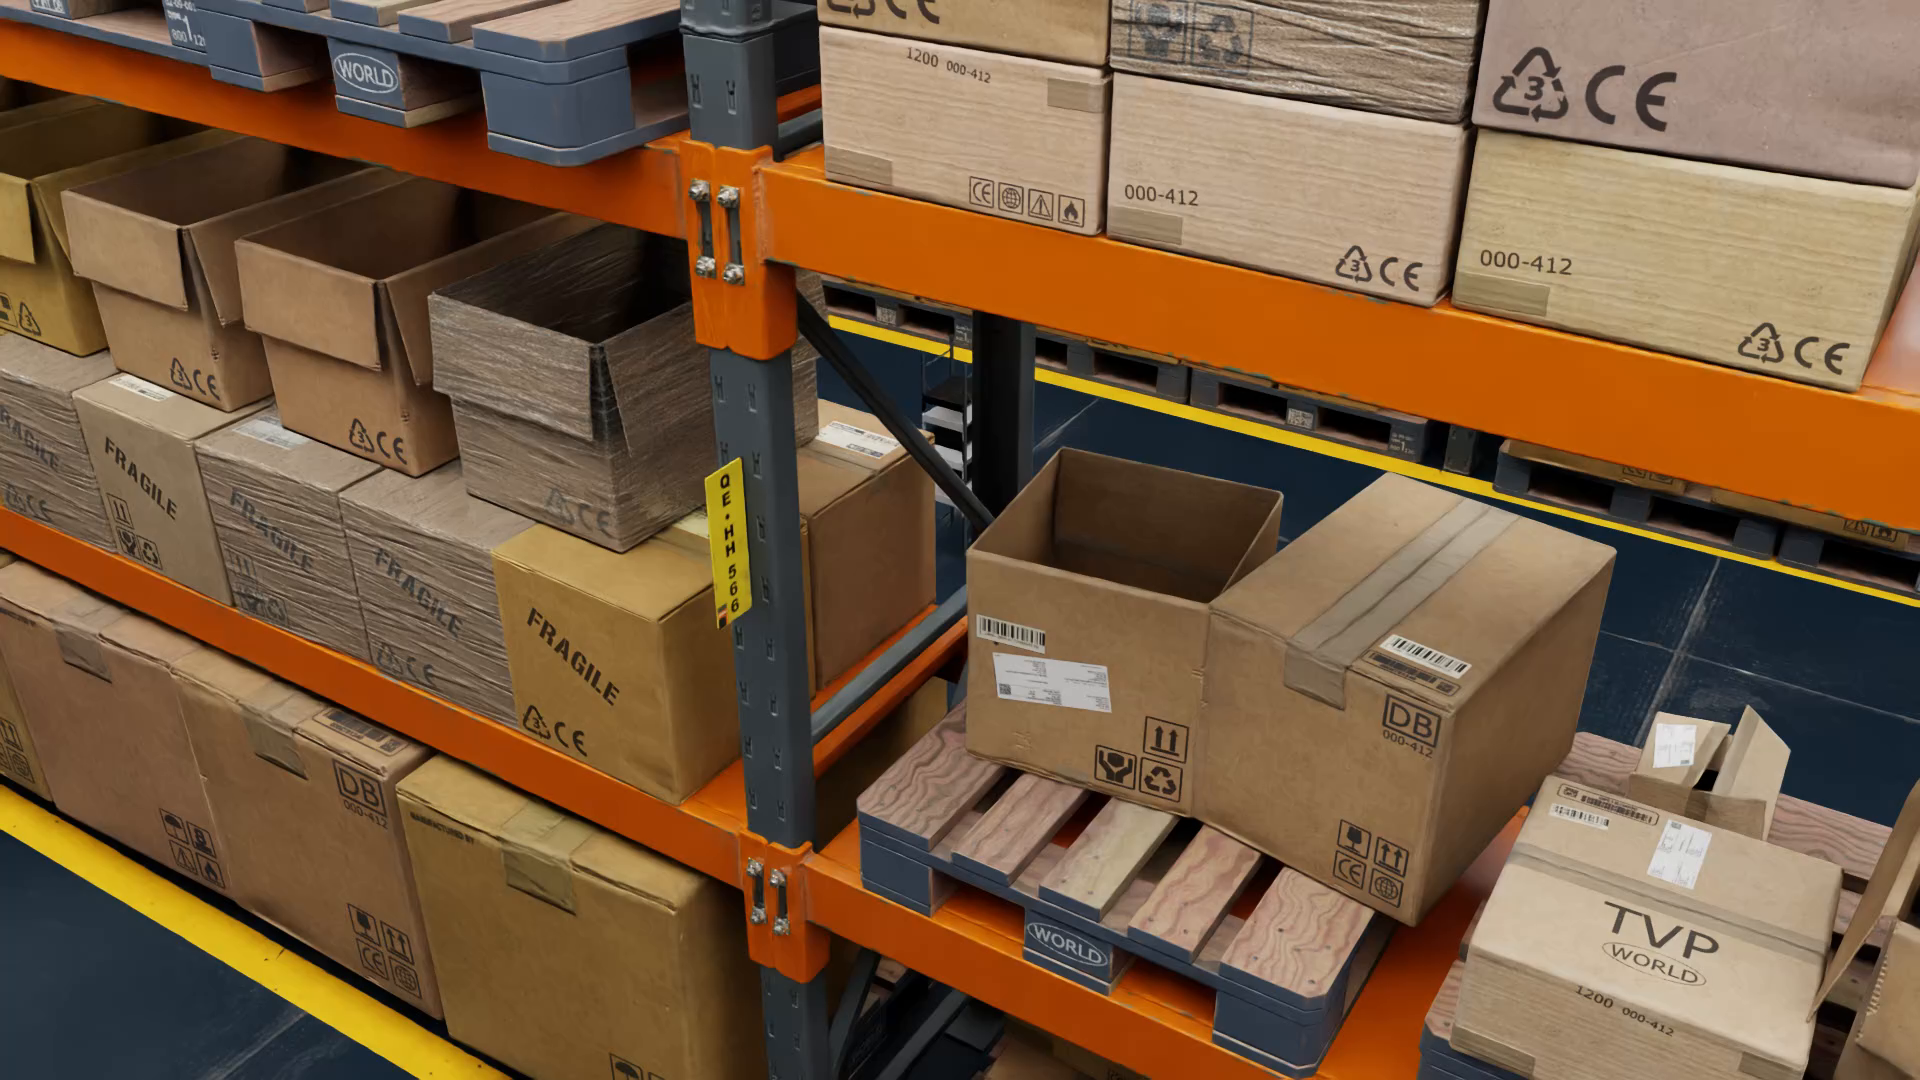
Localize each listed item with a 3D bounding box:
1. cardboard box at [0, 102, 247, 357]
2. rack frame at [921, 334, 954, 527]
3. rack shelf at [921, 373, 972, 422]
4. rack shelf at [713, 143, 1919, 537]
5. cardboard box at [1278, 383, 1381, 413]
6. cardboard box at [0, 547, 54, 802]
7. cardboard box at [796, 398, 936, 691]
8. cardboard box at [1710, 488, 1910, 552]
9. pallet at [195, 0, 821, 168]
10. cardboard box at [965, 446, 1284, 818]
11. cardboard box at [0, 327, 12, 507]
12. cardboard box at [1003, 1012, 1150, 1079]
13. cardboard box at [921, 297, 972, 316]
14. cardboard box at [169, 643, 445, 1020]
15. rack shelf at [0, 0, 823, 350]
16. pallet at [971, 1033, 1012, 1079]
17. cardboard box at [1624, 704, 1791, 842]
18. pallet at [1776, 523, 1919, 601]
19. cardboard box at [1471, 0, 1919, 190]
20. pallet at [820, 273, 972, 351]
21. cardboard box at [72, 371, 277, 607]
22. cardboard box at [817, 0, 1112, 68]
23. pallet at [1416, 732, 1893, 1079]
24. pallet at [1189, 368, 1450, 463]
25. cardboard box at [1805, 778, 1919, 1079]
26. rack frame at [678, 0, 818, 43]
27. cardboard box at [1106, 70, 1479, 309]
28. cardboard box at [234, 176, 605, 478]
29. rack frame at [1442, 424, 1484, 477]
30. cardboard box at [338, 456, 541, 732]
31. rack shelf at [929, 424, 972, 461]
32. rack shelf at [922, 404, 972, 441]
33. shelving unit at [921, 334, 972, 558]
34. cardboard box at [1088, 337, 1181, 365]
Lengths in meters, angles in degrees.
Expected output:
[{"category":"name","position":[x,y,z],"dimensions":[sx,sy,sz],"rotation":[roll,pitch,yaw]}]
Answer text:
[{"category":"cardboard box","position":[-2.406,-0.920,4.755],"dimensions":[0.637,0.503,0.797],"rotation":[18,35,28]},{"category":"rack frame","position":[-0.093,-0.418,7.074],"dimensions":[0.006,0.900,0.240],"rotation":[18,35,27]},{"category":"rack shelf","position":[-0.007,-0.595,6.908],"dimensions":[0.200,0.077,0.258],"rotation":[18,35,27]},{"category":"rack shelf","position":[1.555,-0.177,2.314],"dimensions":[4.000,0.370,1.077],"rotation":[18,35,27]},{"category":"cardboard box","position":[1.887,-0.984,8.025],"dimensions":[0.500,0.500,0.500],"rotation":[17,34,27]},{"category":"cardboard box","position":[-2.974,0.100,5.794],"dimensions":[0.875,0.875,1.225],"rotation":[18,35,27]},{"category":"cardboard box","position":[-0.406,-0.018,4.204],"dimensions":[0.500,0.500,0.500],"rotation":[19,35,29]},{"category":"cardboard box","position":[3.794,-0.593,7.106],"dimensions":[0.750,0.750,1.050],"rotation":[18,35,28]},{"category":"pallet","position":[-0.712,-1.092,3.356],"dimensions":[1.003,0.211,1.213],"rotation":[19,35,30]},{"category":"cardboard box","position":[0.340,0.175,3.458],"dimensions":[0.500,0.500,0.500],"rotation":[13,33,21]},{"category":"cardboard box","position":[-2.844,-0.479,4.995],"dimensions":[0.500,0.500,0.500],"rotation":[18,35,27]},{"category":"cardboard box","position":[0.445,1.004,3.852],"dimensions":[0.500,0.250,0.500],"rotation":[19,35,29]},{"category":"cardboard box","position":[0.130,-1.539,8.975],"dimensions":[0.500,0.500,0.500],"rotation":[19,35,29]},{"category":"cardboard box","position":[-1.463,0.572,4.984],"dimensions":[0.875,0.875,1.225],"rotation":[18,35,27]},{"category":"rack shelf","position":[-1.833,-1.249,4.151],"dimensions":[4.000,0.370,1.077],"rotation":[18,35,27]},{"category":"pallet","position":[0.522,1.686,4.150],"dimensions":[1.213,0.211,1.003],"rotation":[18,35,27]},{"category":"cardboard box","position":[1.417,0.480,3.167],"dimensions":[0.258,0.266,0.396],"rotation":[17,34,26]},{"category":"pallet","position":[4.241,-0.043,7.114],"dimensions":[1.213,0.211,1.003],"rotation":[18,35,27]},{"category":"cardboard box","position":[0.980,-0.778,2.035],"dimensions":[0.500,0.500,0.500],"rotation":[16,34,26]},{"category":"pallet","position":[-0.144,-1.477,9.573],"dimensions":[1.213,0.211,1.003],"rotation":[18,35,27]},{"category":"cardboard box","position":[-1.980,-0.208,4.531],"dimensions":[0.500,0.500,0.500],"rotation":[18,35,28]},{"category":"cardboard box","position":[0.123,-1.047,2.496],"dimensions":[0.500,0.500,0.500],"rotation":[18,35,28]},{"category":"pallet","position":[1.560,0.868,2.977],"dimensions":[1.213,0.211,1.003],"rotation":[18,35,27]},{"category":"pallet","position":[1.923,-0.824,8.452],"dimensions":[1.213,0.211,1.003],"rotation":[18,35,27]},{"category":"cardboard box","position":[1.732,0.692,2.567],"dimensions":[0.637,0.503,0.797],"rotation":[22,37,32]},{"category":"rack frame","position":[-0.139,-2.319,2.296],"dimensions":[0.127,3.000,1.000],"rotation":[18,35,27]},{"category":"cardboard box","position":[0.558,-0.587,2.451],"dimensions":[0.500,0.250,0.500],"rotation":[18,35,29]},{"category":"cardboard box","position":[-1.300,-0.583,4.178],"dimensions":[0.637,0.503,0.797],"rotation":[18,35,28]},{"category":"rack frame","position":[2.584,-1.818,7.390],"dimensions":[0.127,3.000,1.000],"rotation":[18,35,27]},{"category":"cardboard box","position":[-1.108,0.066,4.061],"dimensions":[0.500,0.500,0.500],"rotation":[17,34,27]},{"category":"rack shelf","position":[-0.007,-0.440,6.998],"dimensions":[0.200,0.077,0.258],"rotation":[18,35,27]},{"category":"rack shelf","position":[-0.007,-0.518,6.953],"dimensions":[0.200,0.077,0.258],"rotation":[18,35,27]},{"category":"shelving unit","position":[-0.007,-0.391,7.027],"dimensions":[0.210,0.900,0.258],"rotation":[18,35,27]},{"category":"cardboard box","position":[0.993,-1.260,8.497],"dimensions":[0.500,0.500,0.500],"rotation":[16,34,25]}]
